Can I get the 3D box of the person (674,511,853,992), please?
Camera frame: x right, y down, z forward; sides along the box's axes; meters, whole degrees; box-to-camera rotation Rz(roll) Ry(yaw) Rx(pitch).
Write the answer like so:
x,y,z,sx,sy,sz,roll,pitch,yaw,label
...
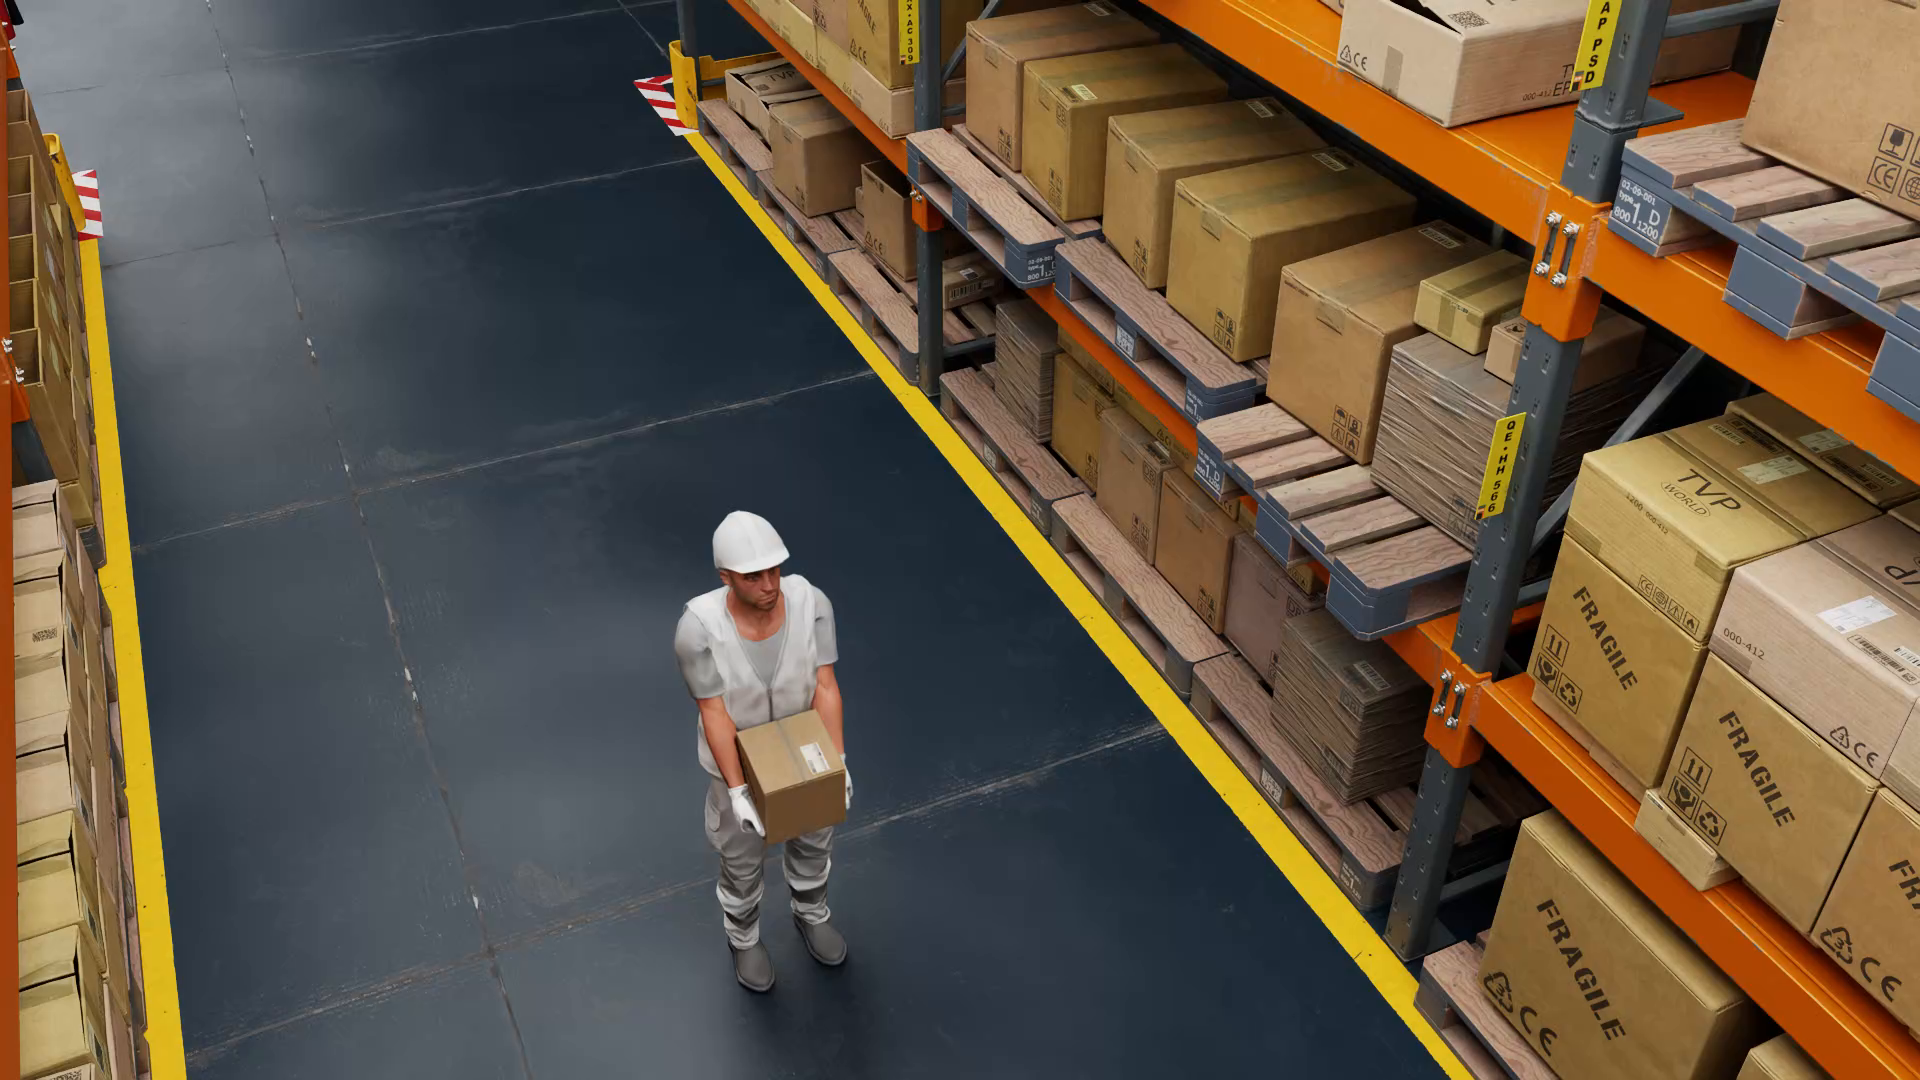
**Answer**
x,y,z,sx,sy,sz,roll,pitch,yaw,label
-0.556,0.734,5.155,0.494,1.784,0.564,-15,40,-19,person
